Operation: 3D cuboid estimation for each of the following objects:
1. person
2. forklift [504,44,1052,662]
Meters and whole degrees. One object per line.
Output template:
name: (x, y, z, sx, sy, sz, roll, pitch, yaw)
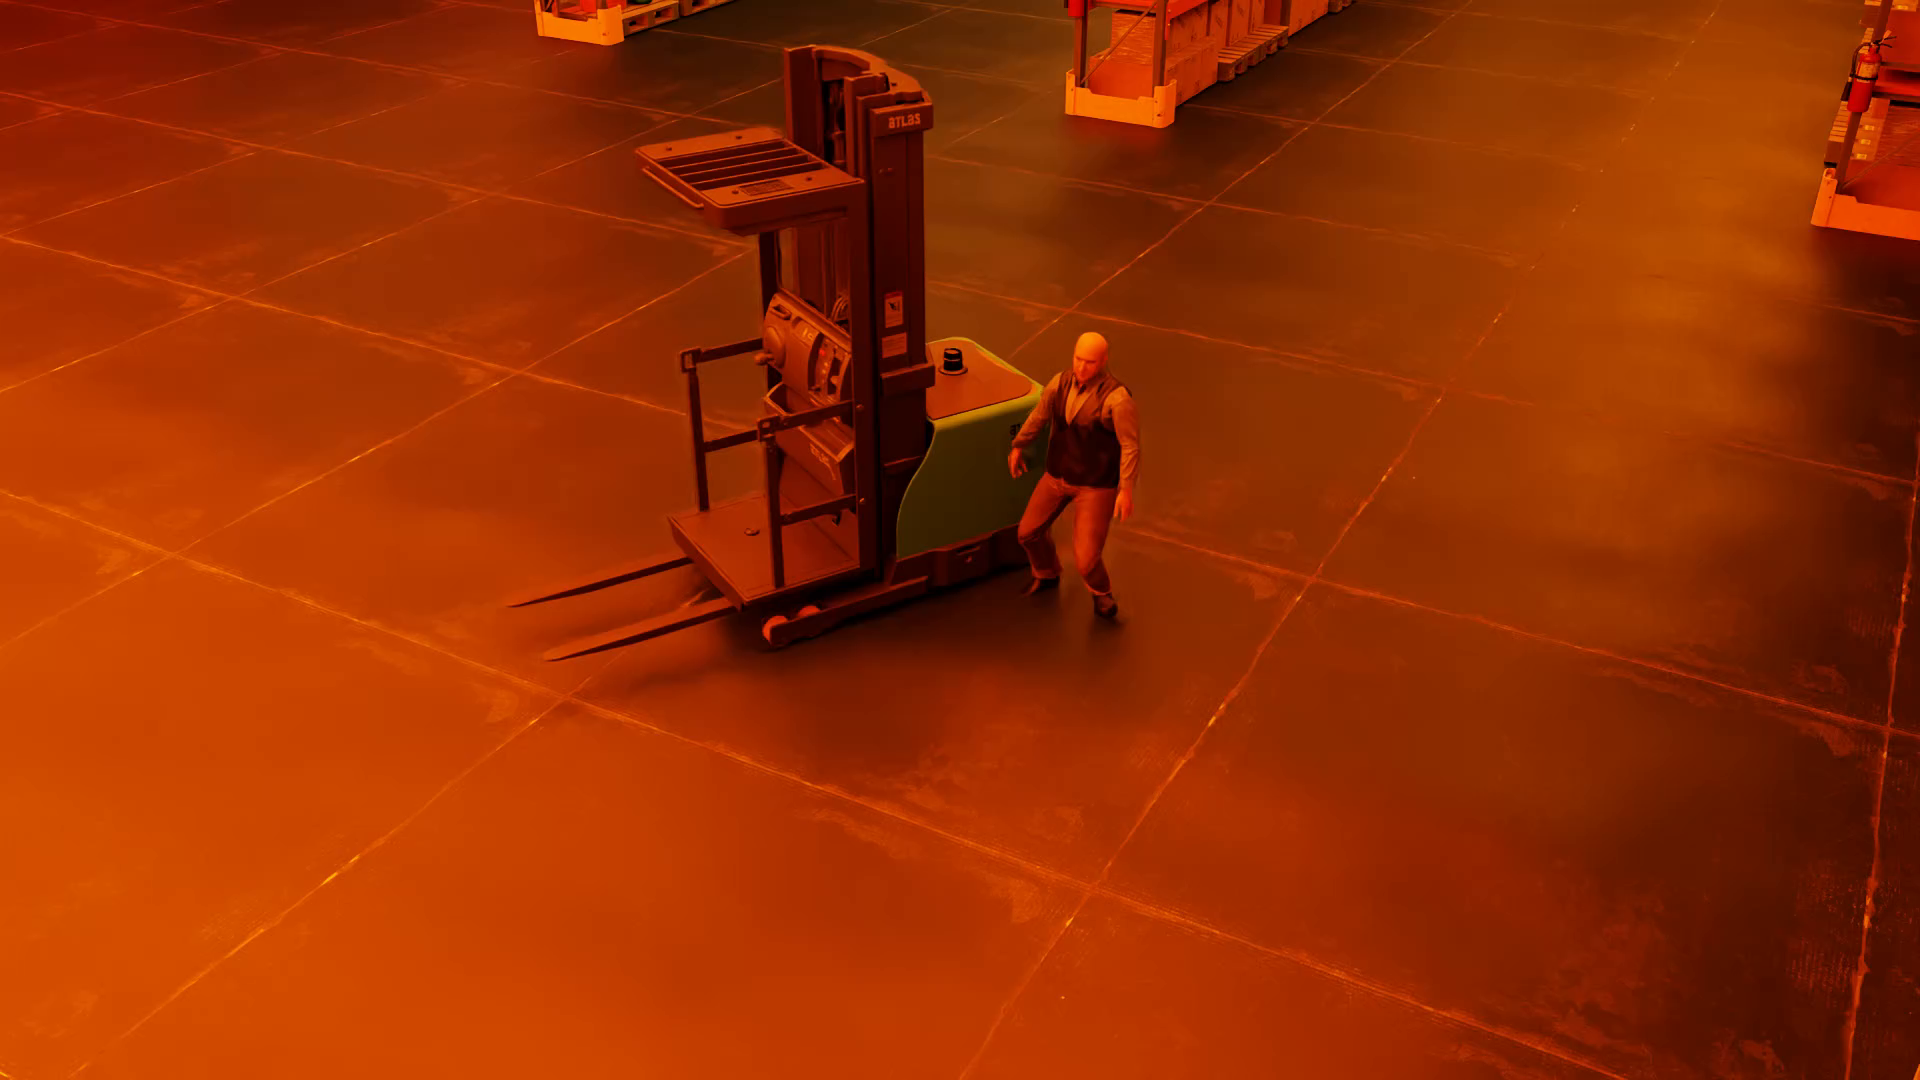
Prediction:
person: (0.604, -0.345, 8.997, 0.443, 1.678, 0.822, -26, 39, -37)
forklift: (-0.996, -0.993, 8.791, 3.031, 2.935, 1.130, -17, 34, -27)
